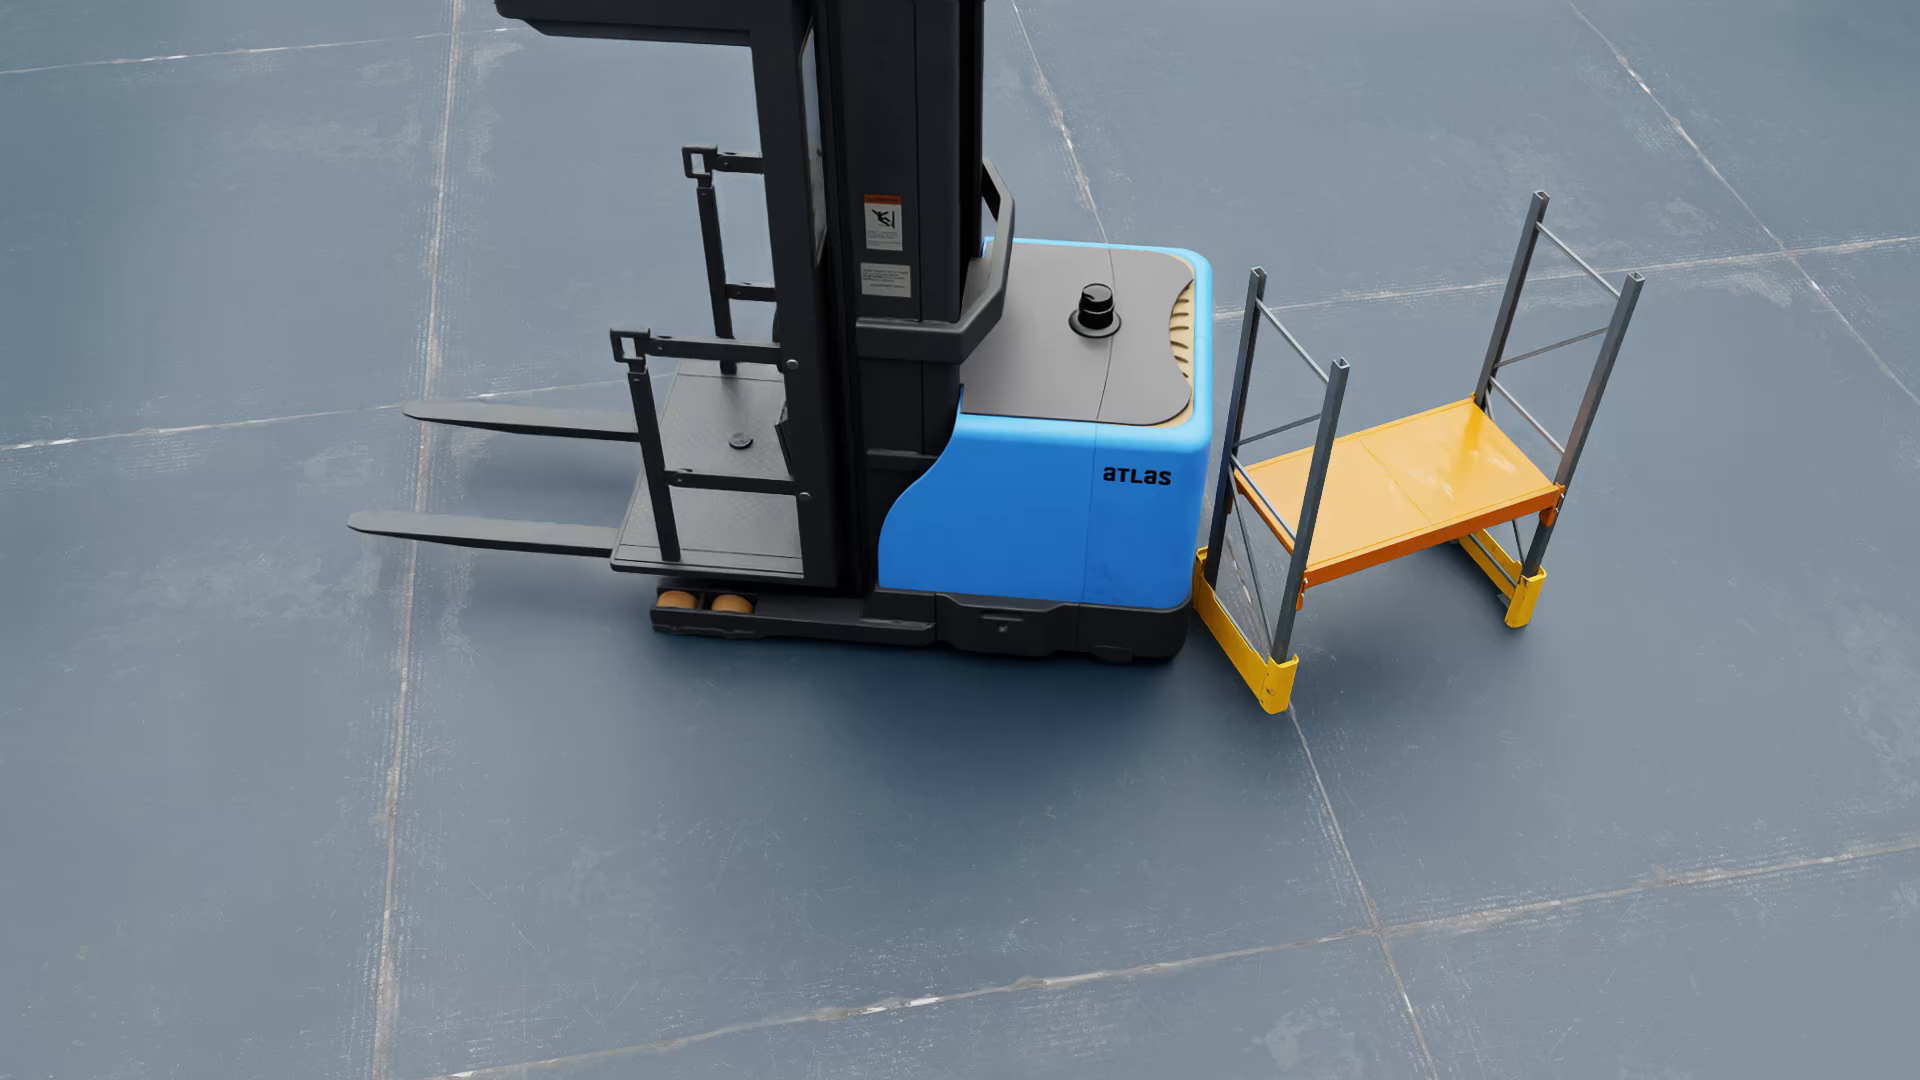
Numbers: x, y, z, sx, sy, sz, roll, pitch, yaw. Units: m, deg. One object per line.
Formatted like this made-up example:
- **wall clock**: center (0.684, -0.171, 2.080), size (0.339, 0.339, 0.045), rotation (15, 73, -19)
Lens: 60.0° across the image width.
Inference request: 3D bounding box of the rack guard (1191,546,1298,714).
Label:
- **rack guard**: center (0.978, 0.307, 5.781), size (0.087, 0.250, 0.587), rotation (-17, 48, -16)

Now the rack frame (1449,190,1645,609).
- **rack frame**: center (1.913, -0.412, 5.605), size (0.032, 1.500, 0.500), rotation (-17, 48, -16)

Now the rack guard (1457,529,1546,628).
- **rack guard**: center (1.895, 0.027, 6.050), size (0.087, 0.250, 0.587), rotation (-17, 48, -16)

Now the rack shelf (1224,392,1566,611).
- **rack shelf**: center (1.445, -0.144, 5.597), size (1.000, 0.185, 0.538), rotation (-17, 48, -16)

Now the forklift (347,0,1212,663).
- **forklift**: center (-0.672, -1.040, 5.217), size (3.031, 2.935, 1.130), rotation (4, 46, 4)

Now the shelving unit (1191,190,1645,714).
- **shelving unit**: center (1.437, -0.266, 5.465), size (1.083, 1.500, 0.587), rotation (-17, 48, -16)

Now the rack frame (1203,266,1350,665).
- **rack frame**: center (0.977, -0.126, 5.330), size (0.032, 1.500, 0.500), rotation (-17, 48, -16)
